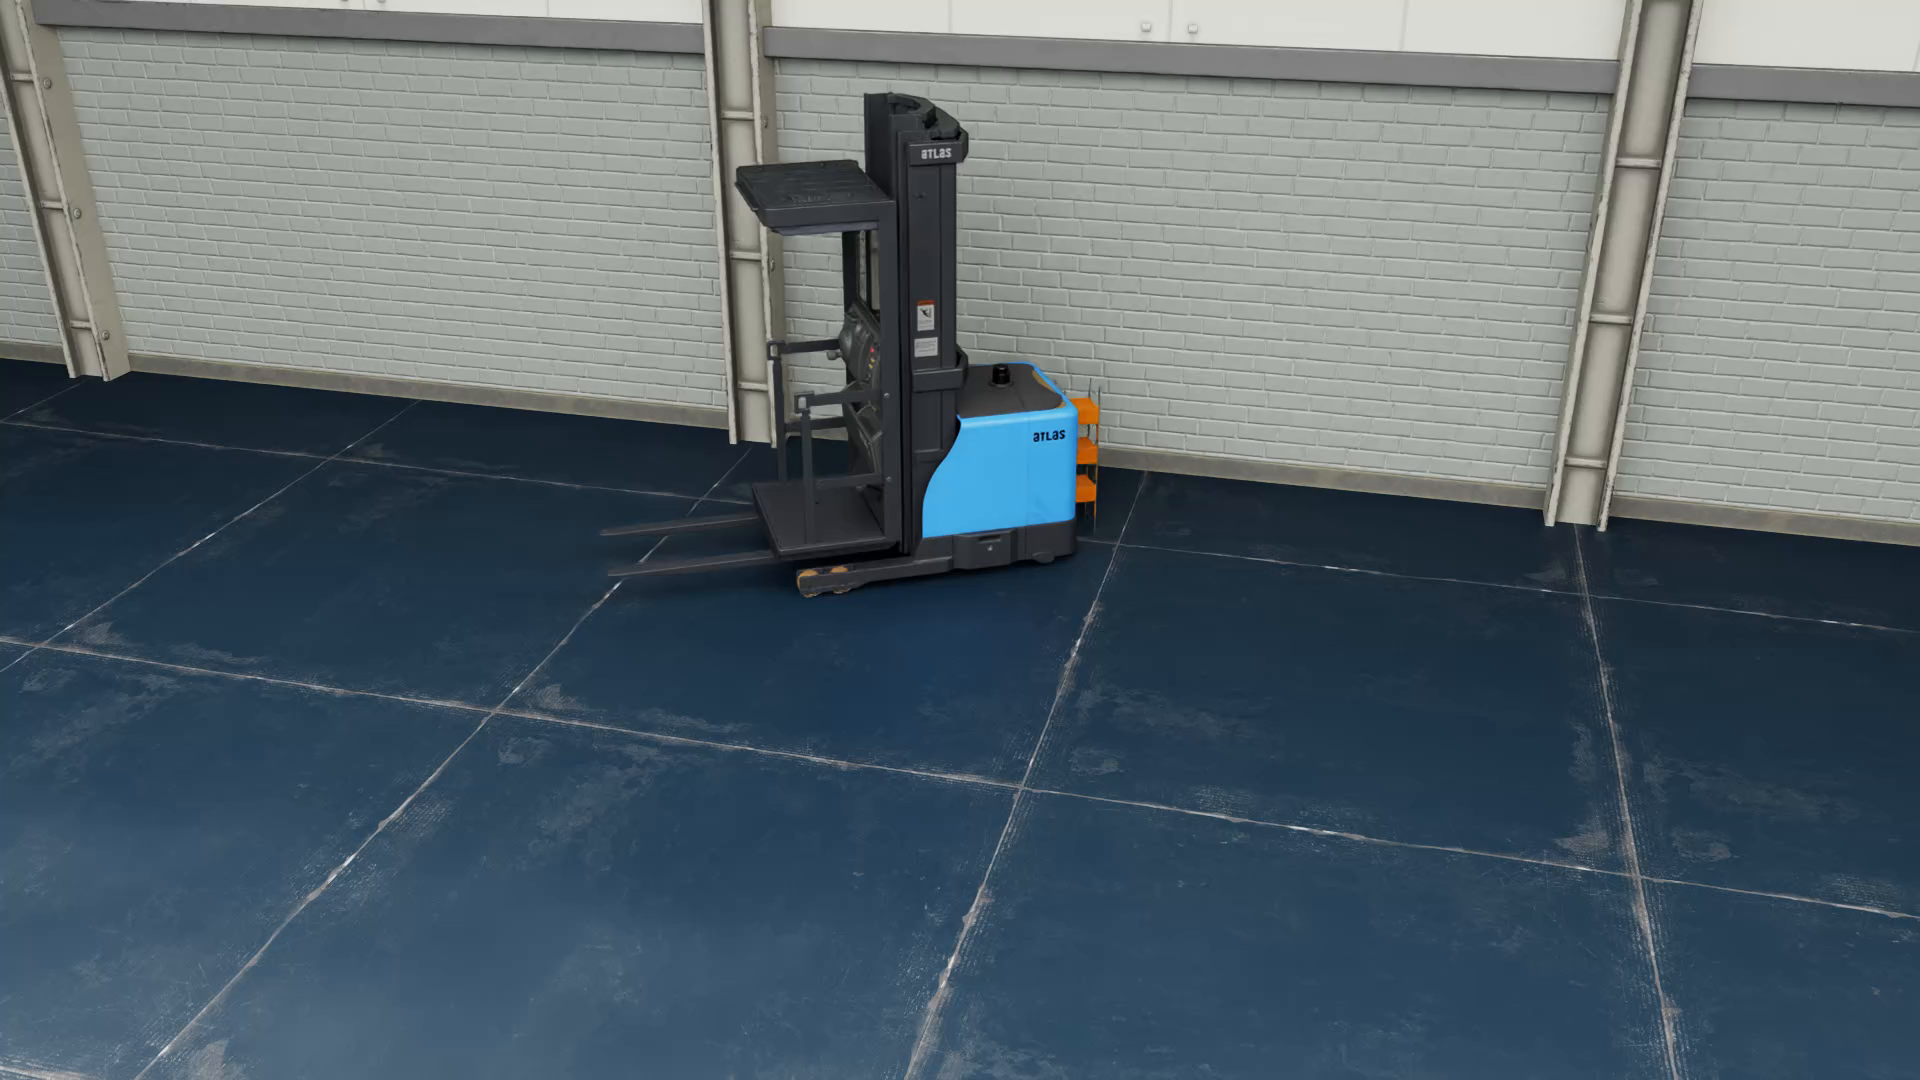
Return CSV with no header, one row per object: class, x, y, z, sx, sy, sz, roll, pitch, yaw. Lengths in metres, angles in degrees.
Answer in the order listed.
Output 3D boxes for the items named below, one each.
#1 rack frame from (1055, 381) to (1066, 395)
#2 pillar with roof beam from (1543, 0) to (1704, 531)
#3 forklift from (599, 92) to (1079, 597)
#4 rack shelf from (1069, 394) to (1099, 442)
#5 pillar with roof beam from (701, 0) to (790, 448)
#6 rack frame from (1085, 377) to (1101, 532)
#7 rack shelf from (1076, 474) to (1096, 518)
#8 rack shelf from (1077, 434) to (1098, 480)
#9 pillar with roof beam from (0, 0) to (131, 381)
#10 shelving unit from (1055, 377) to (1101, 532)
rack frame,0.659,-0.541,11.166,0.008,1.050,0.200,-7,26,-14
pillar with roof beam,3.192,-2.415,5.853,0.400,9.000,9.100,6,26,13
forklift,-0.808,-1.215,10.393,3.031,2.935,1.130,-7,26,-14
rack shelf,0.776,-0.802,11.078,0.240,0.259,0.215,-7,26,-14
pillar with roof beam,-2.619,-3.057,7.202,0.400,9.000,9.100,6,26,13
rack frame,0.894,-0.569,11.225,0.008,1.050,0.200,-7,26,-14
rack shelf,0.776,-0.295,11.319,0.240,0.259,0.215,-7,26,-14
rack shelf,0.776,-0.546,11.200,0.240,0.259,0.215,-7,26,-14
pillar with roof beam,-8.430,-3.699,8.551,0.400,9.000,9.100,6,26,13
shelving unit,0.776,-0.555,11.195,0.252,1.050,0.215,-7,26,-14
